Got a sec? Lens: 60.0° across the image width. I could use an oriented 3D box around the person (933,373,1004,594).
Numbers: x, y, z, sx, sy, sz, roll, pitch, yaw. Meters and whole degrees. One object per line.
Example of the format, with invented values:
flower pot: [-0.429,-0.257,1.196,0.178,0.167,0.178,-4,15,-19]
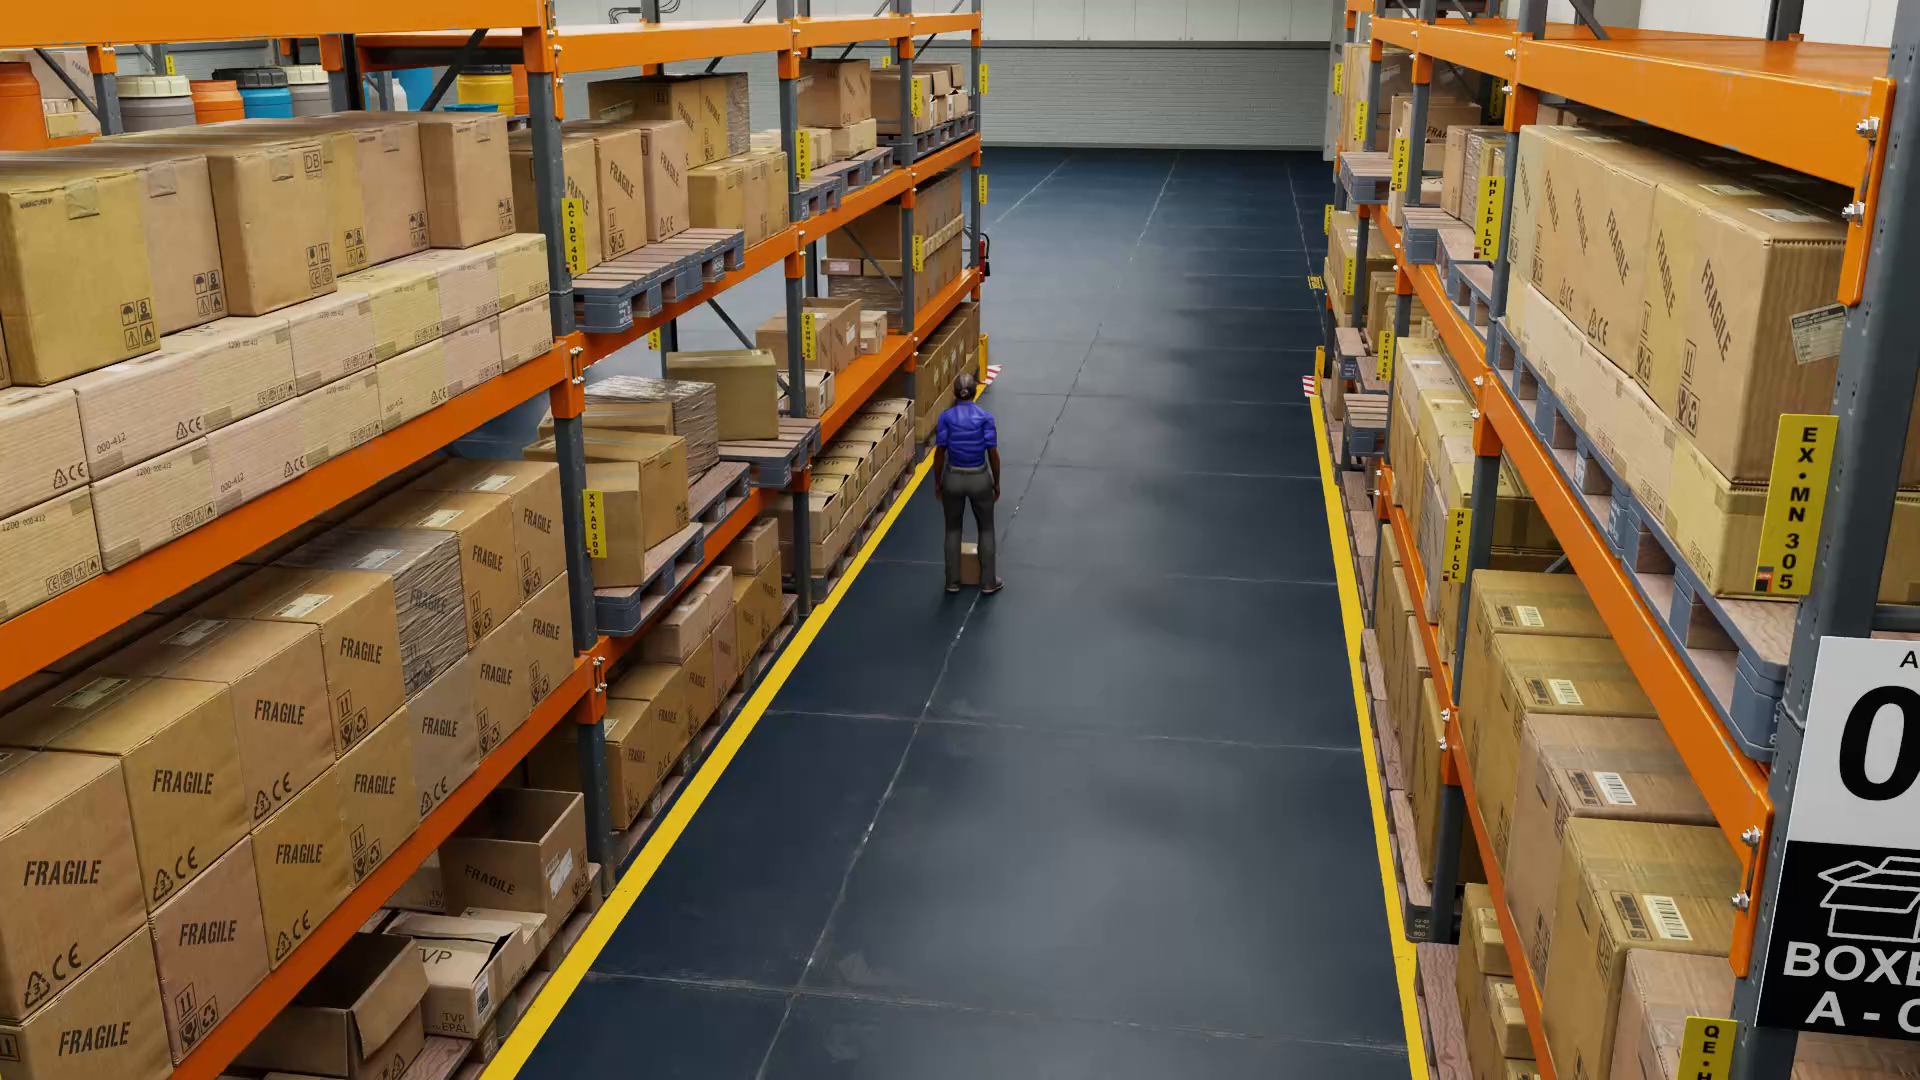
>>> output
person: [0.066,-0.412,12.333,0.519,1.653,0.349,2,18,6]
